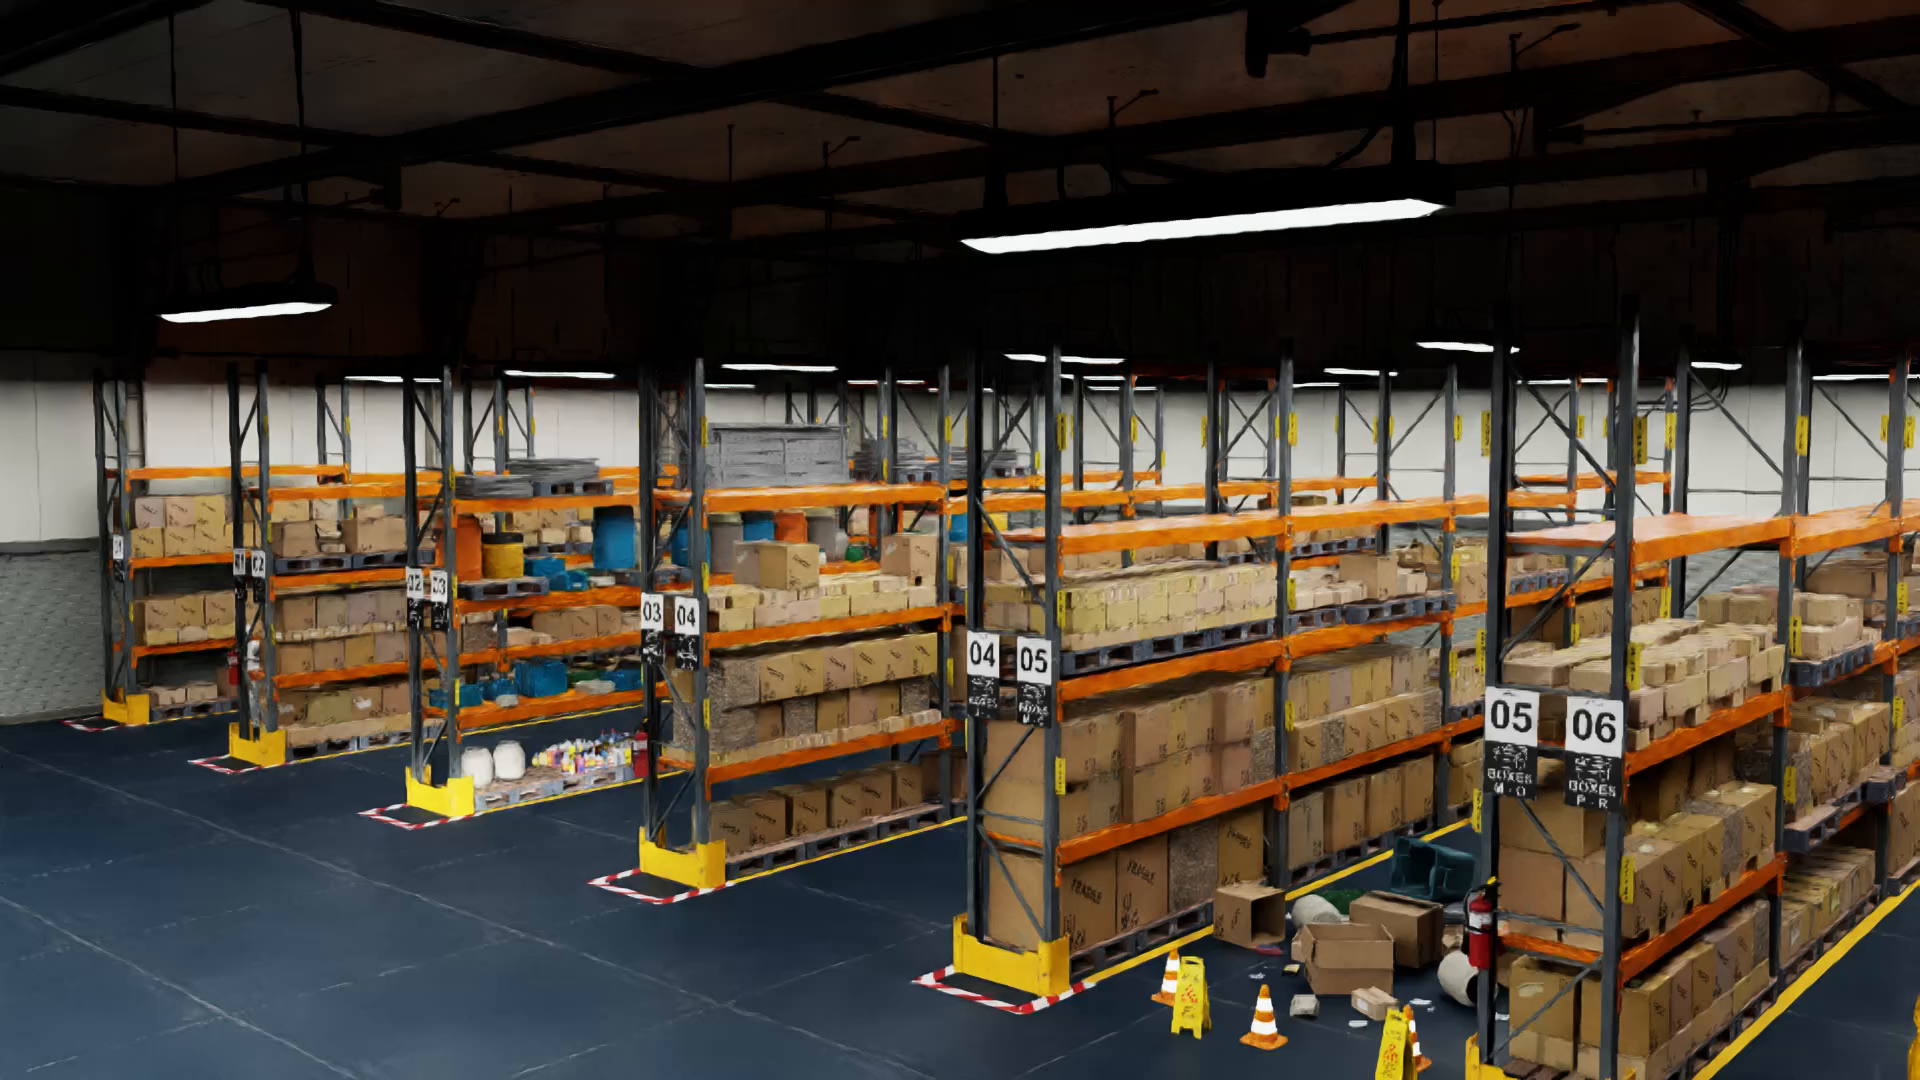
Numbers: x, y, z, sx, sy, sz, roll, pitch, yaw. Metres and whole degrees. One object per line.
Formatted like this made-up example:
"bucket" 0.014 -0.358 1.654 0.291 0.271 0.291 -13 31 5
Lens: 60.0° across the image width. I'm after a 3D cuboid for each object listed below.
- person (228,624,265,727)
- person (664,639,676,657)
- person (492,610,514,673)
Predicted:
"person" -11.872 2.251 27.919 0.642 1.712 0.837 2 5 25
"person" -5.767 1.885 33.201 0.542 1.645 1.126 4 6 43
"person" -8.327 2.085 30.353 0.408 1.679 0.538 1 4 10
